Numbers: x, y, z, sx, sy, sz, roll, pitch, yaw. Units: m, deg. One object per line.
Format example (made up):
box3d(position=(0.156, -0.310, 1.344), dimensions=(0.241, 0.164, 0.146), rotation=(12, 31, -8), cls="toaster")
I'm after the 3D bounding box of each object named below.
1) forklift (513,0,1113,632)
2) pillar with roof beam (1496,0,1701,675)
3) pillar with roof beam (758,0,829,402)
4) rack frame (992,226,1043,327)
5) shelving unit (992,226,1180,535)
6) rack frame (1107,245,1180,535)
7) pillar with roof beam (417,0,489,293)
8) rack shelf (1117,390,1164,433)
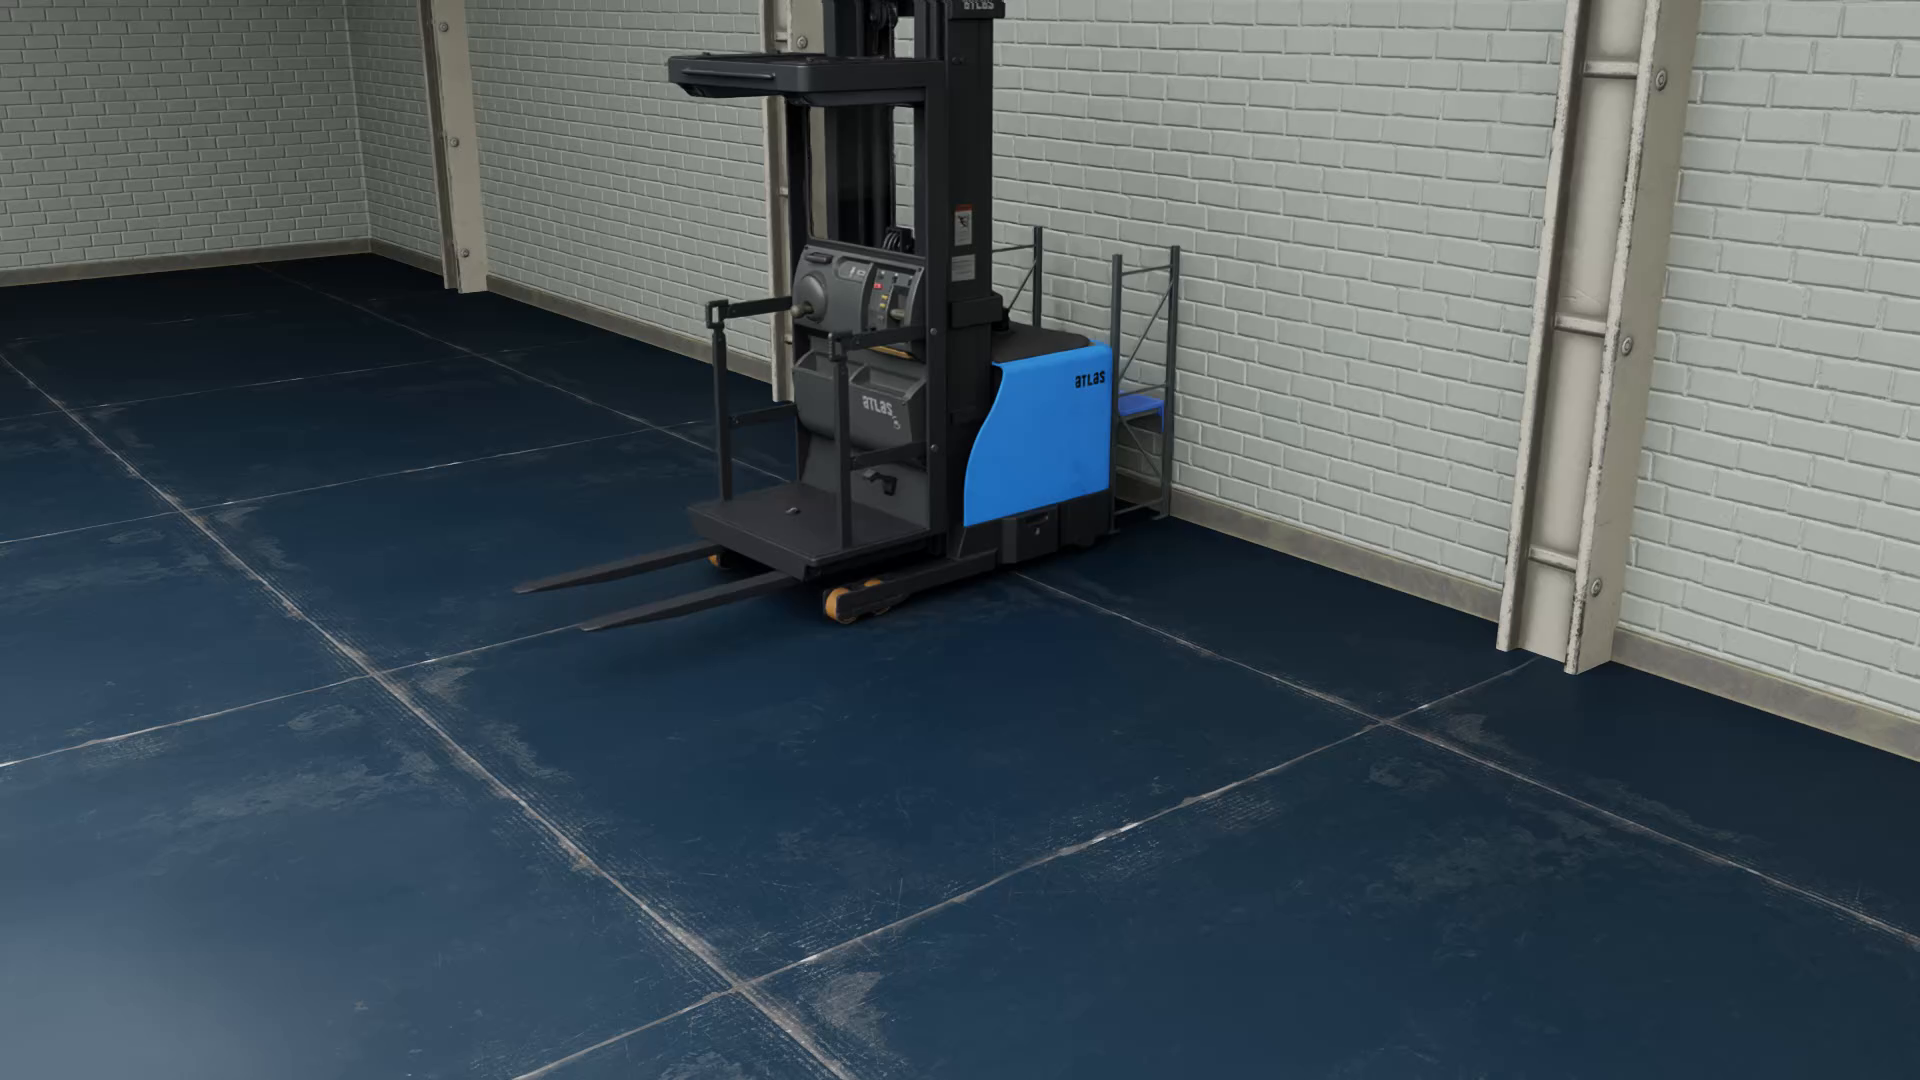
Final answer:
box3d(position=(-0.649, -1.188, 7.788), dimensions=(3.031, 2.935, 1.130), rotation=(-15, 24, -38), cls="forklift")
box3d(position=(-0.746, -2.932, 3.402), dimensions=(9.100, 9.000, 0.400), rotation=(-14, 23, -36), cls="pillar with roof beam")
box3d(position=(-4.472, -4.411, 7.867), dimensions=(9.100, 9.000, 0.400), rotation=(-14, 23, -36), cls="pillar with roof beam")
box3d(position=(0.279, -1.030, 9.586), dimensions=(0.500, 1.500, 0.032), rotation=(-16, 24, -40), cls="rack frame")
box3d(position=(0.626, -0.913, 9.233), dimensions=(0.538, 1.500, 1.048), rotation=(-16, 24, -40), cls="shelving unit")
box3d(position=(0.972, -0.796, 8.879), dimensions=(0.500, 1.500, 0.032), rotation=(-16, 24, -40), cls="rack frame")
box3d(position=(-8.197, -5.889, 12.332), dimensions=(9.100, 9.000, 0.400), rotation=(-14, 23, -36), cls="pillar with roof beam")
box3d(position=(0.626, -0.742, 9.289), dimensions=(0.538, 0.185, 1.000), rotation=(-16, 24, -40), cls="rack shelf")
